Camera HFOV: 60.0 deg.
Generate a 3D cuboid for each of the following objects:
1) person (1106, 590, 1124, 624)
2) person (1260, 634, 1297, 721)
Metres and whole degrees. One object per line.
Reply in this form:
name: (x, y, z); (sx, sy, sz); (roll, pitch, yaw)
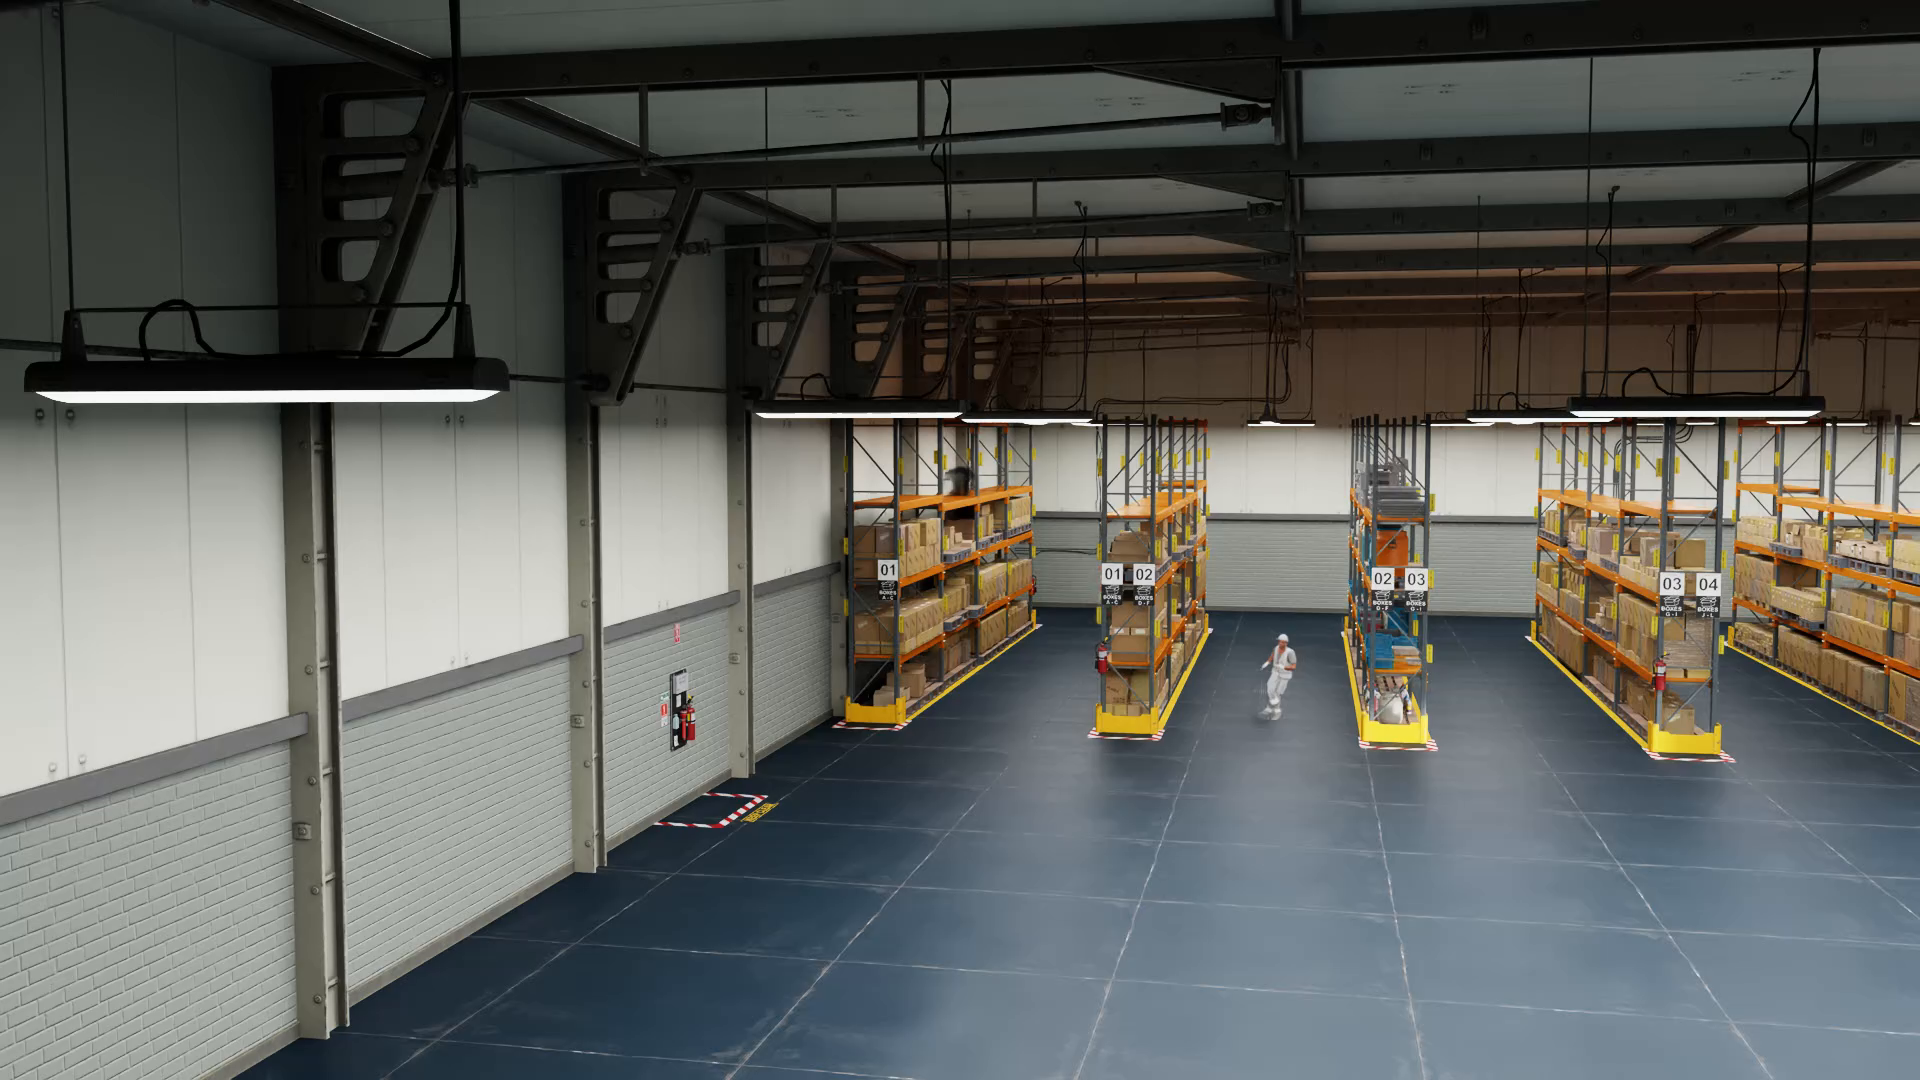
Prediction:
person: (4.705, 1.689, 48.545); (1.123, 1.581, 0.664); (2, 4, 25)
person: (6.257, 2.683, 32.687); (0.810, 1.710, 0.713); (2, 4, 28)
